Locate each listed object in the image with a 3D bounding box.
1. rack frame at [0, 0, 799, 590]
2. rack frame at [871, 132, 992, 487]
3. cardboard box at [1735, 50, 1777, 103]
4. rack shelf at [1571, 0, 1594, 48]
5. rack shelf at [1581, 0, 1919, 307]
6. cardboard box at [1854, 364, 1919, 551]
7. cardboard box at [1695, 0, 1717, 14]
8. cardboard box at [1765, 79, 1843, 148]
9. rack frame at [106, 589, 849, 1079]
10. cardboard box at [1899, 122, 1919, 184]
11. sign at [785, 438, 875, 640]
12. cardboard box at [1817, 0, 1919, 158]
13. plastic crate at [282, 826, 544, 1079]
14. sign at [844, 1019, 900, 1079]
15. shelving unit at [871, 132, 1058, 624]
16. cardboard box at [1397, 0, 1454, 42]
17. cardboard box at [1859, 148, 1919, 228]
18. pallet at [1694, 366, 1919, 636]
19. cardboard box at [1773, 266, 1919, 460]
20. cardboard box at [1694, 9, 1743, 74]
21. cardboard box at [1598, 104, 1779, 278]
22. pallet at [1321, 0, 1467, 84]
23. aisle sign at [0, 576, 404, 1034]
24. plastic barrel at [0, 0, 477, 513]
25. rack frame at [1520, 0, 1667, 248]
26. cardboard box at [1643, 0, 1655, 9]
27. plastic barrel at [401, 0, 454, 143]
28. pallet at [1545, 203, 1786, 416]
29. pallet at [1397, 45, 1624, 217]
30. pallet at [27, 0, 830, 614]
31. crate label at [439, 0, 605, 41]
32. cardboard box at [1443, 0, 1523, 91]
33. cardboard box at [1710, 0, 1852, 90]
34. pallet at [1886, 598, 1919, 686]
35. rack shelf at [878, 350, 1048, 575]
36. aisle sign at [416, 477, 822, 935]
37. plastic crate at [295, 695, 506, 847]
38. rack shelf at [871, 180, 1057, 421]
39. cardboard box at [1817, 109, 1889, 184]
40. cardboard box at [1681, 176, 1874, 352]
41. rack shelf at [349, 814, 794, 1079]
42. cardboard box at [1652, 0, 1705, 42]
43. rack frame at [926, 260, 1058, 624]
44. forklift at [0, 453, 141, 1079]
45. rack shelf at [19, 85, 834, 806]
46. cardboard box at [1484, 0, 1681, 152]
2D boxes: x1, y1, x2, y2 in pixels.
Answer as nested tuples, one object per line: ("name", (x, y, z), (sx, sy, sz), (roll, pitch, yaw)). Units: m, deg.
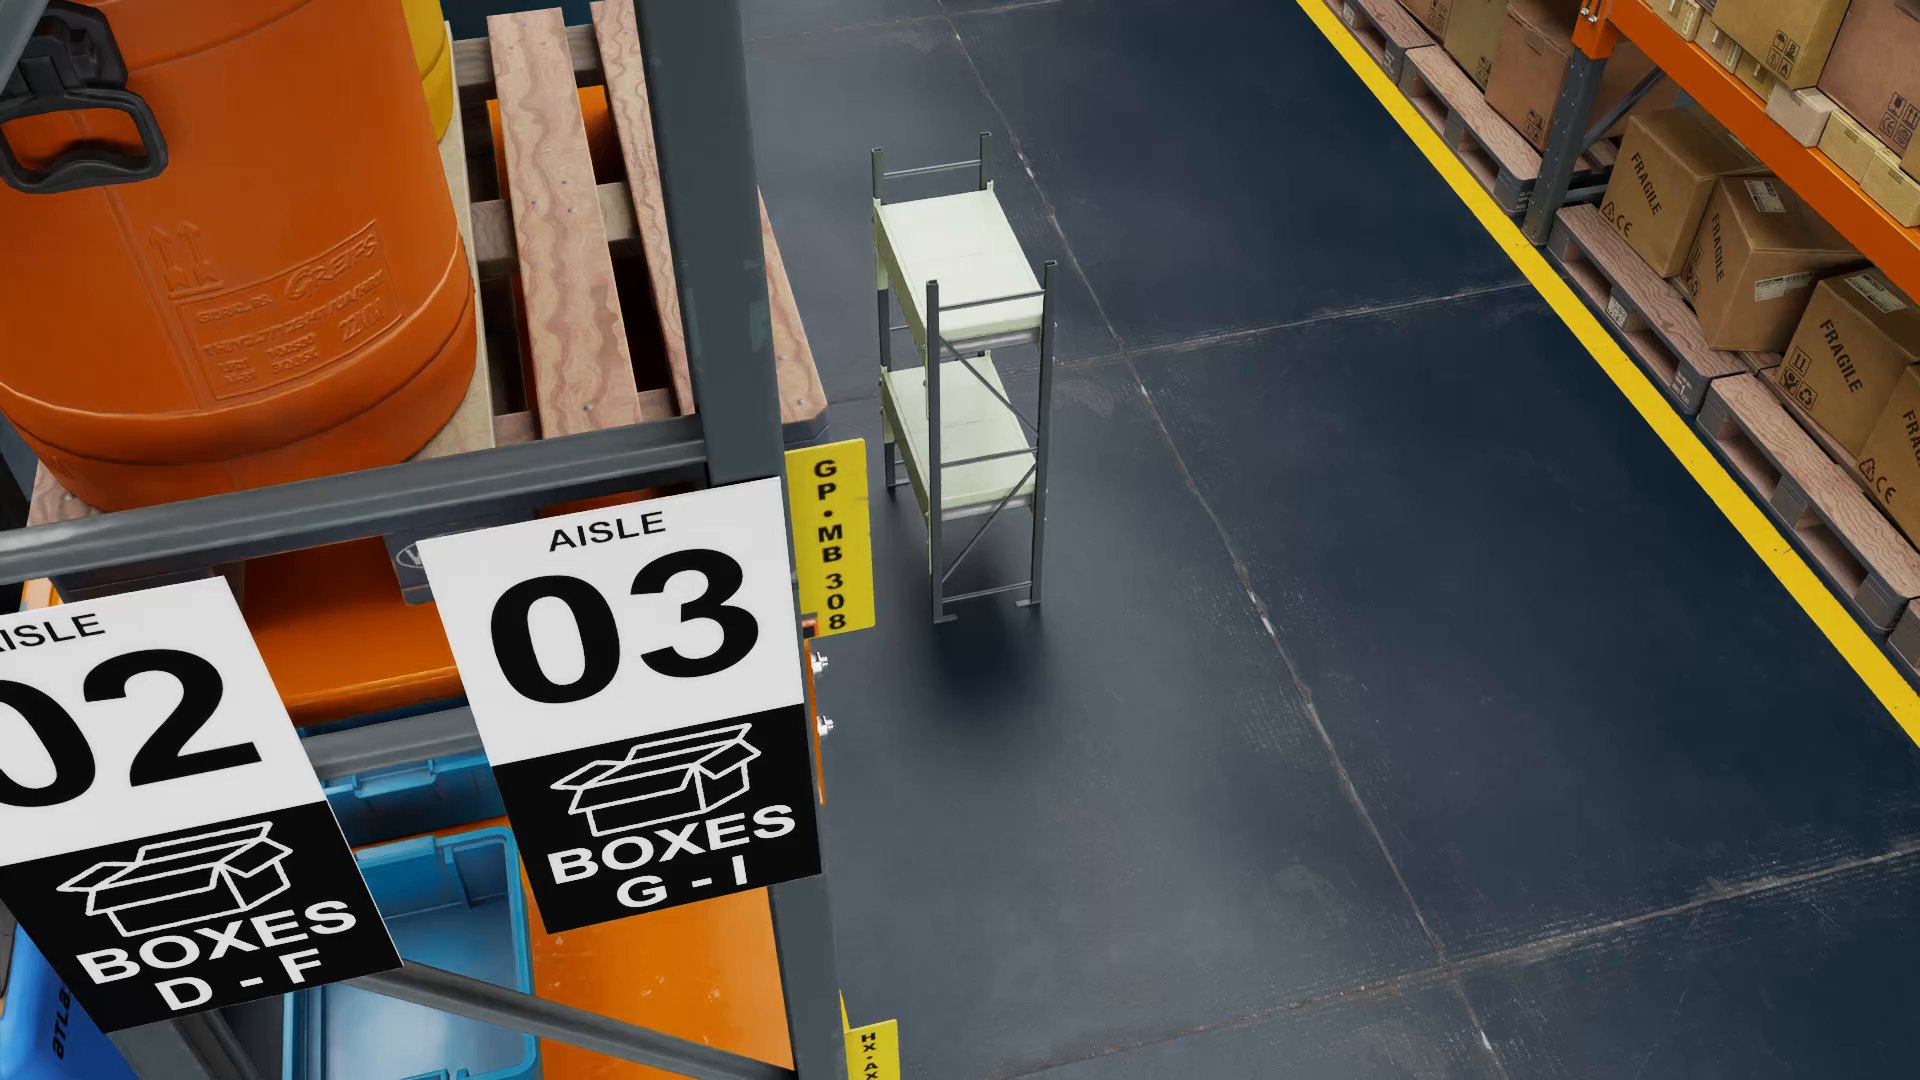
("rack frame", (-0.692, -0.944, 0.874), (1.000, 3.000, 0.127), (-11, 47, -10))
("rack frame", (-0.092, -0.773, 5.957), (0.400, 1.500, 0.023), (-11, 47, -10))
("cardboard box", (3.051, -1.706, 5.998), (0.380, 0.149, 0.250), (-11, 47, -10))
("rack shelf", (2.560, -3.640, 8.221), (1.077, 0.370, 4.000), (-11, 47, -10))
("rack shelf", (3.584, -0.878, 5.514), (1.077, 0.370, 4.000), (-11, 47, -10))
("cardboard box", (3.624, -0.298, 5.898), (0.500, 0.500, 0.500), (-7, 46, -7))
("cardboard box", (3.127, -2.328, 6.153), (0.875, 0.500, 0.500), (-11, 47, -10))
("cardboard box", (3.076, -1.526, 5.821), (0.380, 0.149, 0.250), (-11, 47, -10))
("rack frame", (-0.692, 1.156, 3.017), (1.000, 3.000, 0.127), (-11, 47, -10))
("cardboard box", (3.535, -1.297, 5.143), (0.875, 0.500, 0.500), (-11, 47, -10))
("sign", (-0.159, 0.006, 2.038), (0.100, 0.325, 0.005), (-11, 47, -10))
("cardboard box", (3.447, -1.650, 5.488), (0.875, 0.500, 0.500), (-11, 47, -10))
("plastic crate", (-1.109, 0.917, 3.355), (0.499, 0.251, 0.616), (-11, 47, -10))
("sign", (-0.159, 0.962, 3.013), (0.100, 0.325, 0.005), (-11, 47, -10))
("shelving unit", (0.002, -0.520, 5.710), (0.431, 1.500, 0.755), (-11, 47, -10))
("cardboard box", (2.688, -2.937, 8.470), (0.700, 0.500, 0.500), (-14, 47, -14))
("cardboard box", (3.233, -1.187, 5.488), (0.380, 0.149, 0.250), (-11, 47, -10))
("pallet", (3.594, -0.234, 6.331), (1.003, 0.211, 1.213), (-11, 47, -10))
("cardboard box", (3.524, -0.691, 6.283), (0.500, 0.500, 0.500), (-15, 47, -14))
("cardboard box", (2.978, -1.877, 6.165), (0.380, 0.149, 0.250), (-11, 47, -10))
("cardboard box", (3.136, -1.500, 7.076), (0.500, 0.500, 0.500), (-12, 47, -12))
("pallet", (2.555, -2.916, 8.960), (1.003, 0.211, 1.213), (-11, 47, -10))
("aisle sign", (-0.961, 0.350, 1.986), (0.394, 0.787, 0.004), (-11, 47, -10))
("plastic barrel", (-0.939, -0.503, 1.948), (0.600, 0.830, 0.708), (-11, 47, -10))
("rack frame", (3.072, -2.511, 6.611), (1.000, 3.000, 0.127), (-11, 47, -10))
("cardboard box", (2.836, -2.220, 6.501), (0.380, 0.149, 0.250), (-11, 47, -10))
("plastic barrel", (-1.107, -0.870, 2.477), (0.600, 0.588, 0.600), (0, 46, 0))
("pallet", (3.278, -1.078, 7.158), (1.003, 0.211, 1.213), (-11, 47, -10))
("pallet", (2.871, -2.072, 8.133), (1.003, 0.211, 1.213), (-11, 47, -10))
("pallet", (-0.809, -0.417, 2.590), (1.003, 0.211, 1.213), (-11, 47, -10))
("crate label", (-0.852, -1.194, 3.324), (0.502, 0.251, 0.408), (-11, 47, -10))
("cardboard box", (2.832, -2.551, 8.092), (0.700, 0.500, 0.500), (-11, 47, -11))
("cardboard box", (3.221, -1.977, 5.809), (0.875, 0.500, 0.500), (-11, 47, -10))
("pallet", (3.903, 0.607, 5.508), (1.003, 0.211, 1.213), (-11, 47, -10))
("rack shelf", (0.002, -0.292, 5.943), (0.431, 0.370, 0.720), (-11, 47, -10))
("aisle sign", (-0.390, 0.242, 2.092), (0.394, 0.787, 0.004), (-11, 47, -10))
("plastic crate", (-1.270, 0.468, 3.795), (0.499, 0.251, 0.408), (-11, 47, -10))
("rack shelf", (0.002, -0.793, 5.431), (0.431, 0.370, 0.720), (-11, 47, -10))
("cardboard box", (3.180, -1.361, 5.660), (0.380, 0.149, 0.250), (-11, 47, -10))
("cardboard box", (3.290, -1.106, 6.689), (0.500, 0.500, 0.500), (3, 46, 2))
("rack shelf", (-1.204, 0.027, 4.627), (1.077, 0.370, 4.000), (-11, 47, -10))
("cardboard box", (2.888, -2.045, 6.330), (0.380, 0.149, 0.250), (-11, 47, -10))
("rack frame", (0.095, -0.268, 5.462), (0.400, 1.500, 0.023), (-11, 47, -10))
("forklift", (-2.905, -0.075, 4.271), (1.130, 2.935, 3.031), (-10, 46, -10))
("rack shelf", (-1.204, -1.023, 3.556), (1.077, 0.370, 4.000), (-11, 47, -10))
("cardboard box", (2.935, -2.218, 7.766), (0.700, 0.500, 0.500), (-14, 47, -13))
